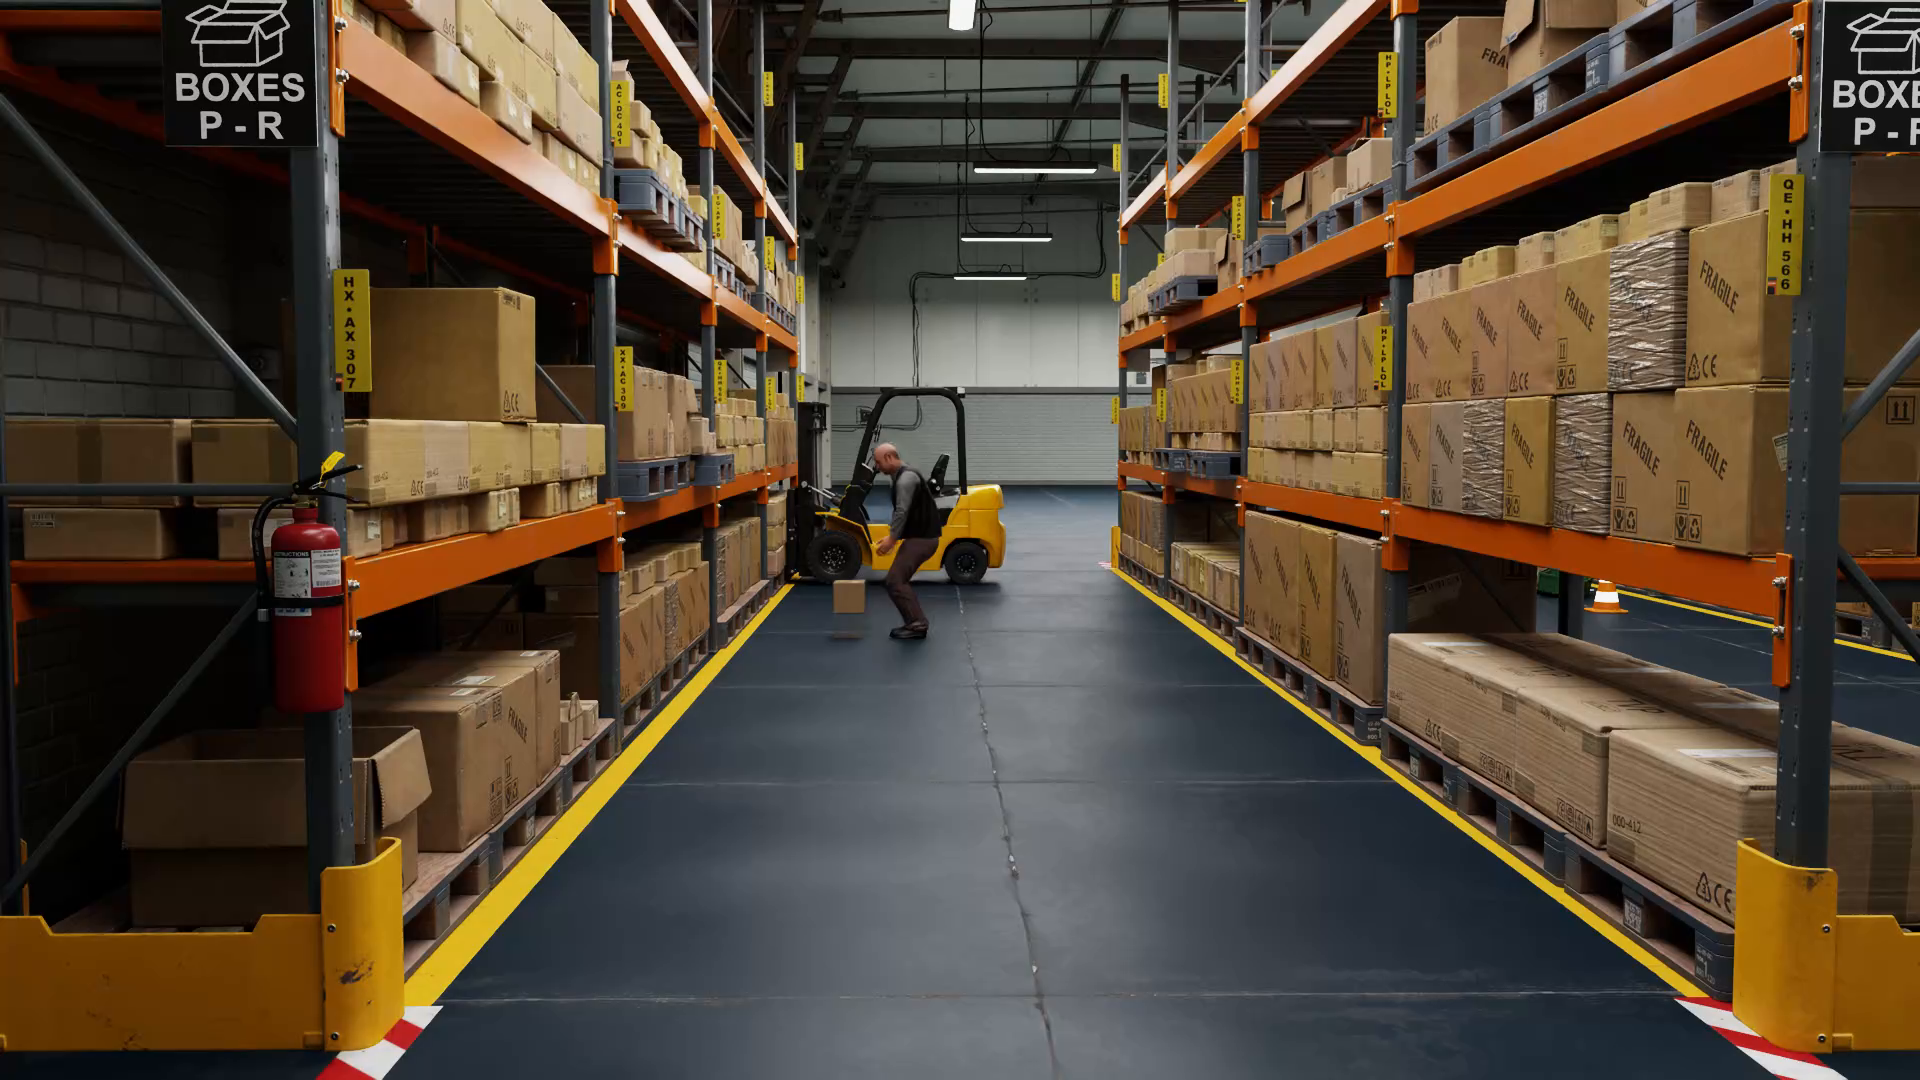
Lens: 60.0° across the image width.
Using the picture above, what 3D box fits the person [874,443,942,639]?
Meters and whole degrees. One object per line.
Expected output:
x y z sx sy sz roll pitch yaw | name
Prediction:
-0.423 0.005 13.510 0.555 1.581 0.581 0 4 0 | person
